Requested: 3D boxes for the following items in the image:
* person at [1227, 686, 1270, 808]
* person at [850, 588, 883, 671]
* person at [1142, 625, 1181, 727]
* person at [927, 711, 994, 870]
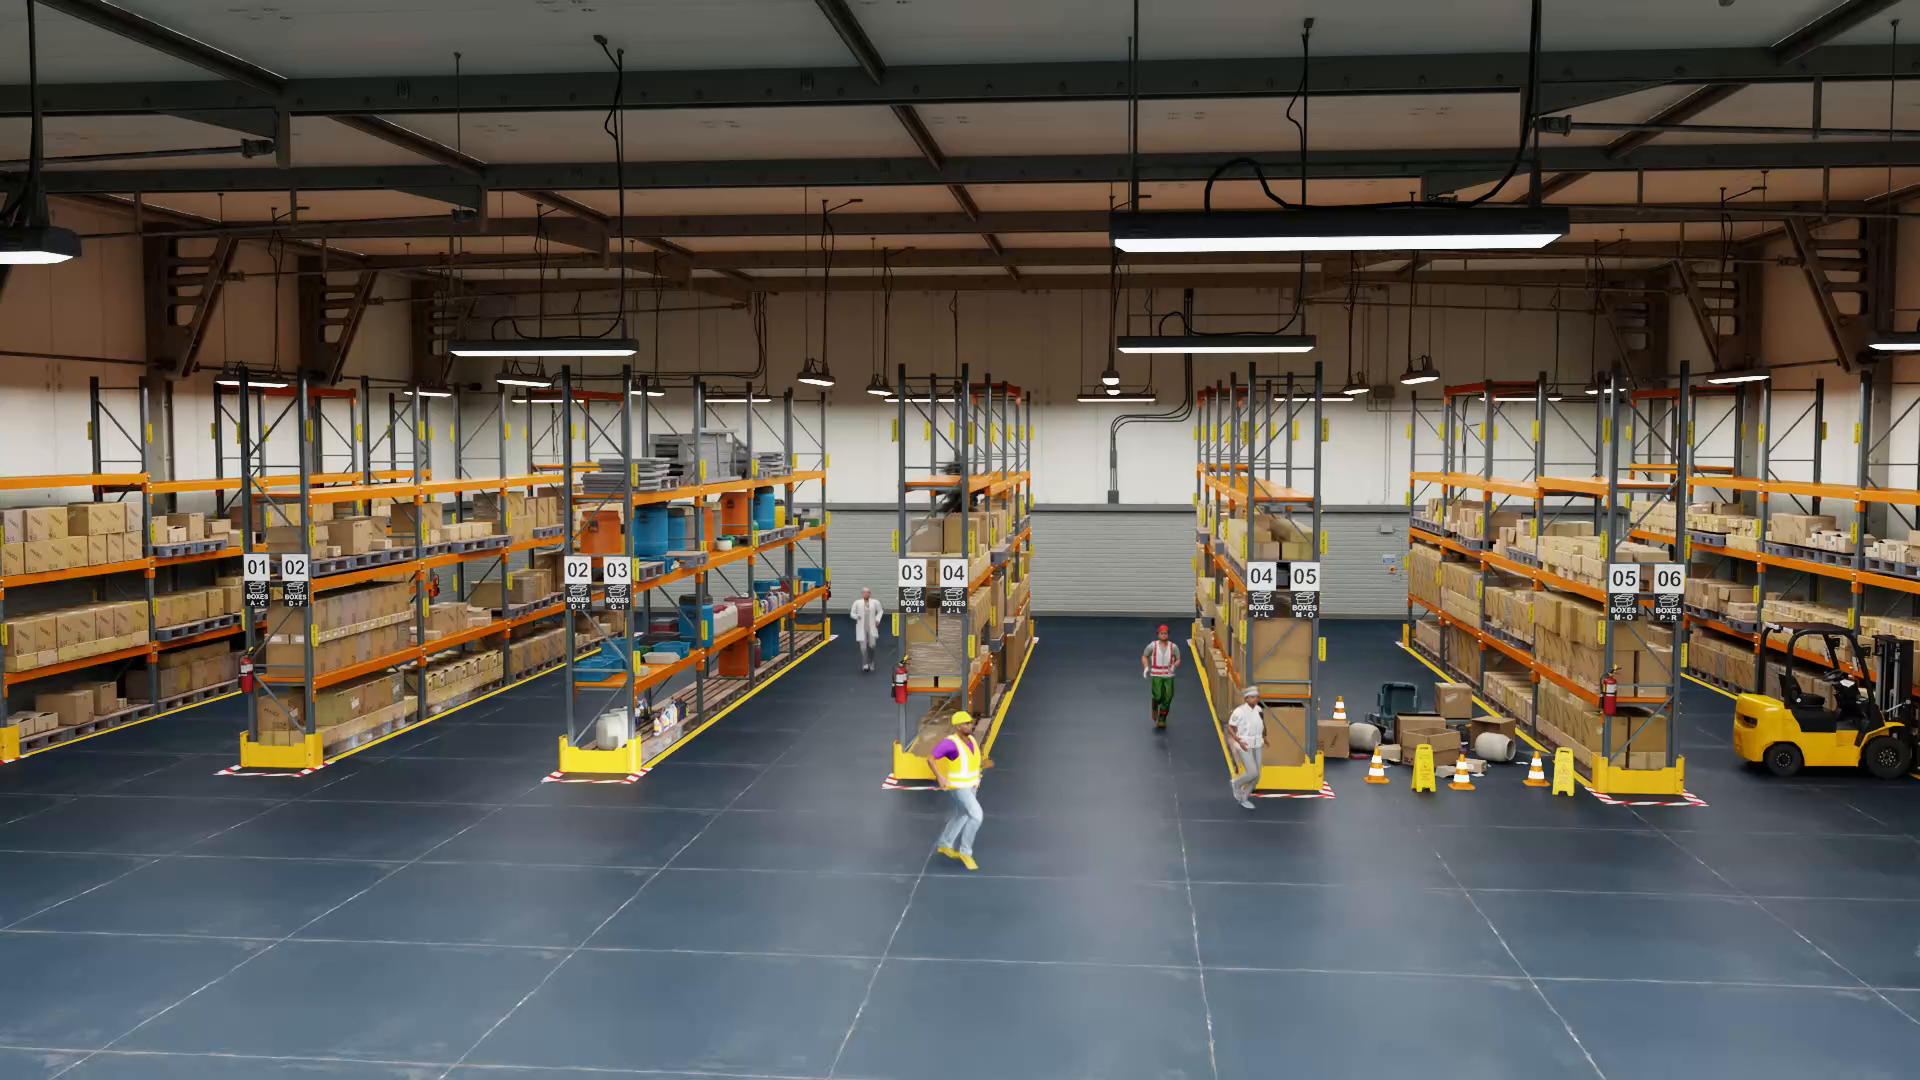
[{"bbox_3d":[3.876,2.763,22.208,0.541,1.652,0.527,-2,4,-29],"label":"person"},{"bbox_3d":[-1.952,1.885,34.921,0.694,1.763,0.673,0,4,-5],"label":"person"},{"bbox_3d":[3.439,2.322,28.183,0.651,1.743,0.585,0,4,-1],"label":"person"},{"bbox_3d":[0.040,2.890,19.240,0.751,1.823,0.669,2,4,29],"label":"person"}]
